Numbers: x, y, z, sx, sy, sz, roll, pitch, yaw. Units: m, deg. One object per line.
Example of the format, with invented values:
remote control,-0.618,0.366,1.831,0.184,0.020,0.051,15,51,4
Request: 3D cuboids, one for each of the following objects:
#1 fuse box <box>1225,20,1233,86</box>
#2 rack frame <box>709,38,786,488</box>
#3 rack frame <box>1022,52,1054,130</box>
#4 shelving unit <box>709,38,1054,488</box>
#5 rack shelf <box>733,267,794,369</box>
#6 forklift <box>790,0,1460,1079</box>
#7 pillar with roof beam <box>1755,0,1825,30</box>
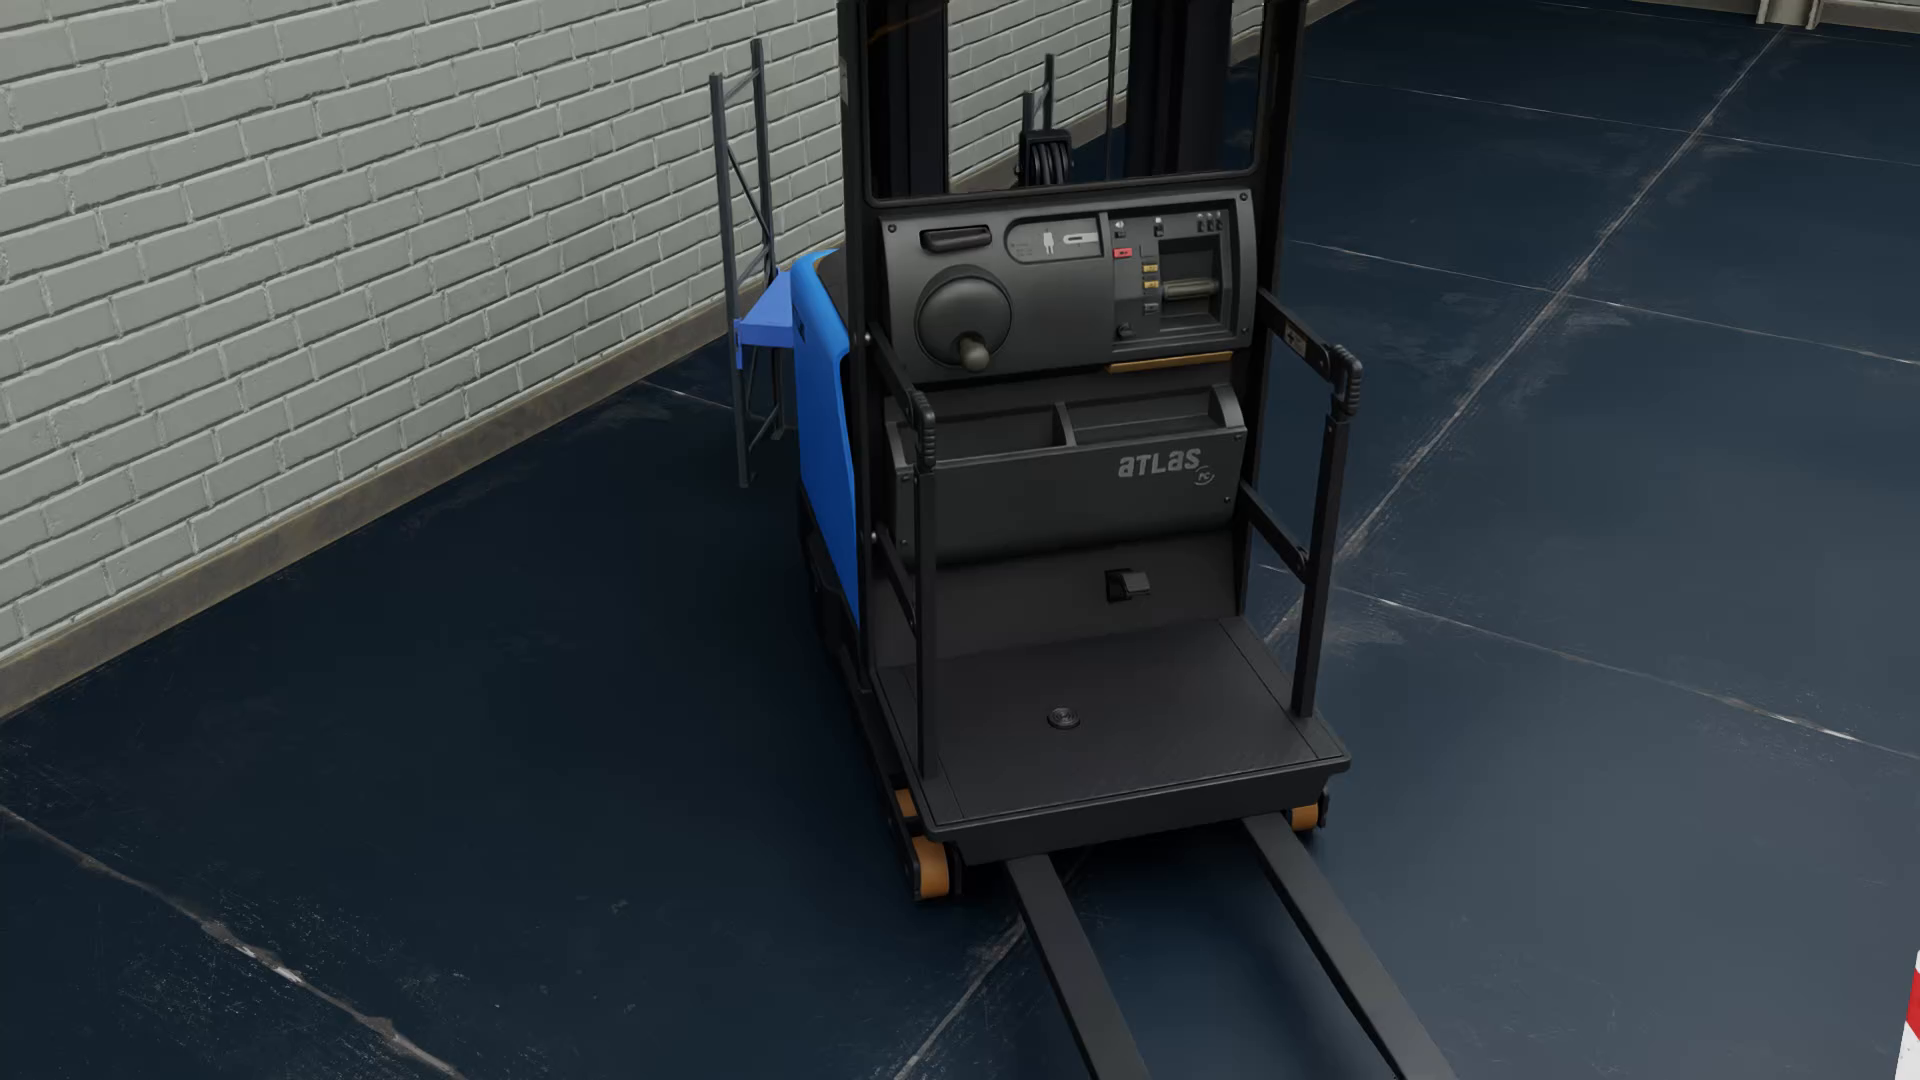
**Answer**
fuse box,1.757,-3.710,10.412,0.414,1.711,0.539,18,35,27
rack frame,-0.744,-0.963,5.913,0.032,1.500,0.500,5,31,9
rack frame,0.255,-0.867,5.749,0.032,1.500,0.500,5,31,9
shelving unit,-0.244,-0.915,5.831,1.048,1.500,0.538,5,31,9
rack shelf,-0.244,-0.760,5.921,1.000,0.185,0.538,5,31,9
forklift,0.331,-0.578,3.831,1.130,2.935,3.031,-8,31,-13
pillar with roof beam,3.847,-5.889,6.914,0.400,9.000,9.100,18,35,27
